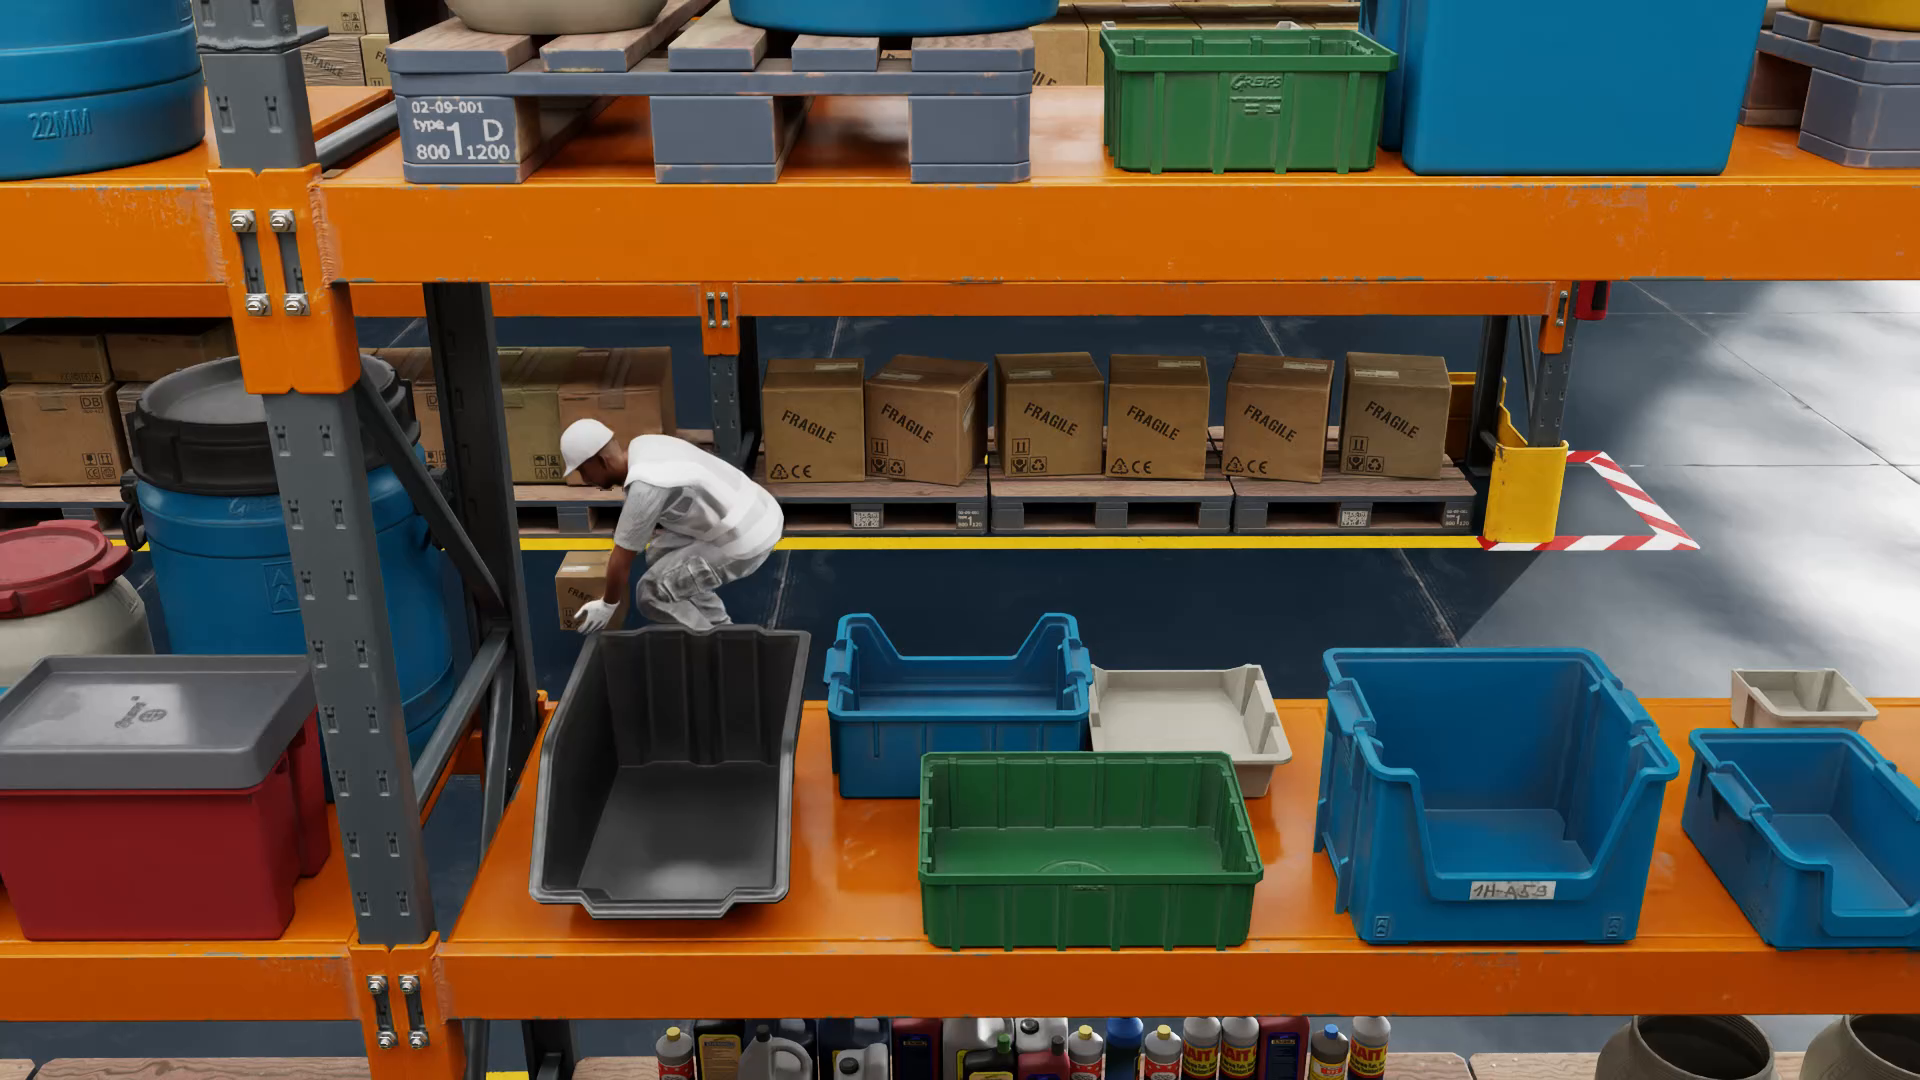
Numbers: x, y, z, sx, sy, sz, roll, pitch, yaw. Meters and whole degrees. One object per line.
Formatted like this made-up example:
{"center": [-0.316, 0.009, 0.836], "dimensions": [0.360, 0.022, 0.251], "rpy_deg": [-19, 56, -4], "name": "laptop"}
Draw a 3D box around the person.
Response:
{"center": [-1.166, 0.023, 6.858], "dimensions": [0.869, 1.111, 0.585], "rpy_deg": [0, 24, -1], "name": "person"}
